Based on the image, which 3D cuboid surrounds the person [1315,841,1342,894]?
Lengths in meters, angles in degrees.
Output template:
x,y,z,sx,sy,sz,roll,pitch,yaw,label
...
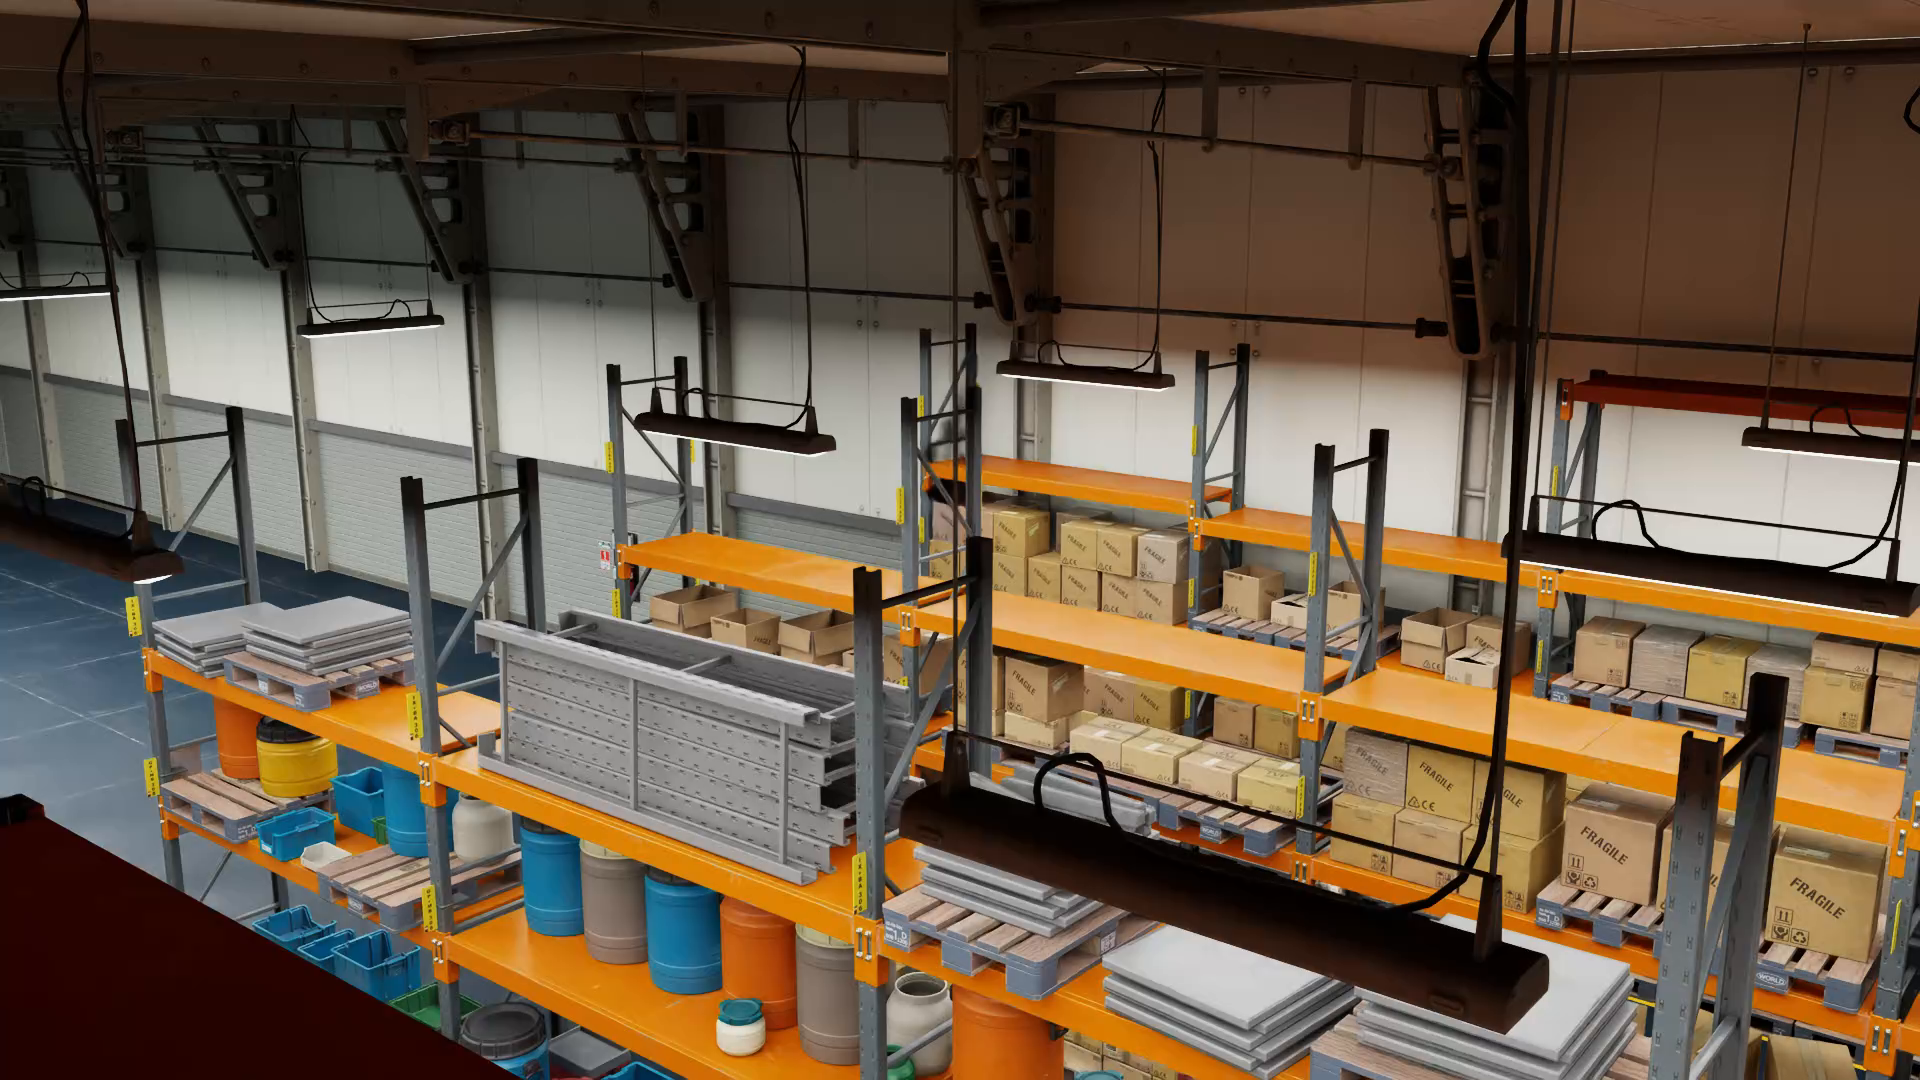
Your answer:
x,y,z,sx,sy,sz,roll,pitch,yaw,label
3.521,3.680,16.247,0.577,1.629,0.592,10,16,37,person
